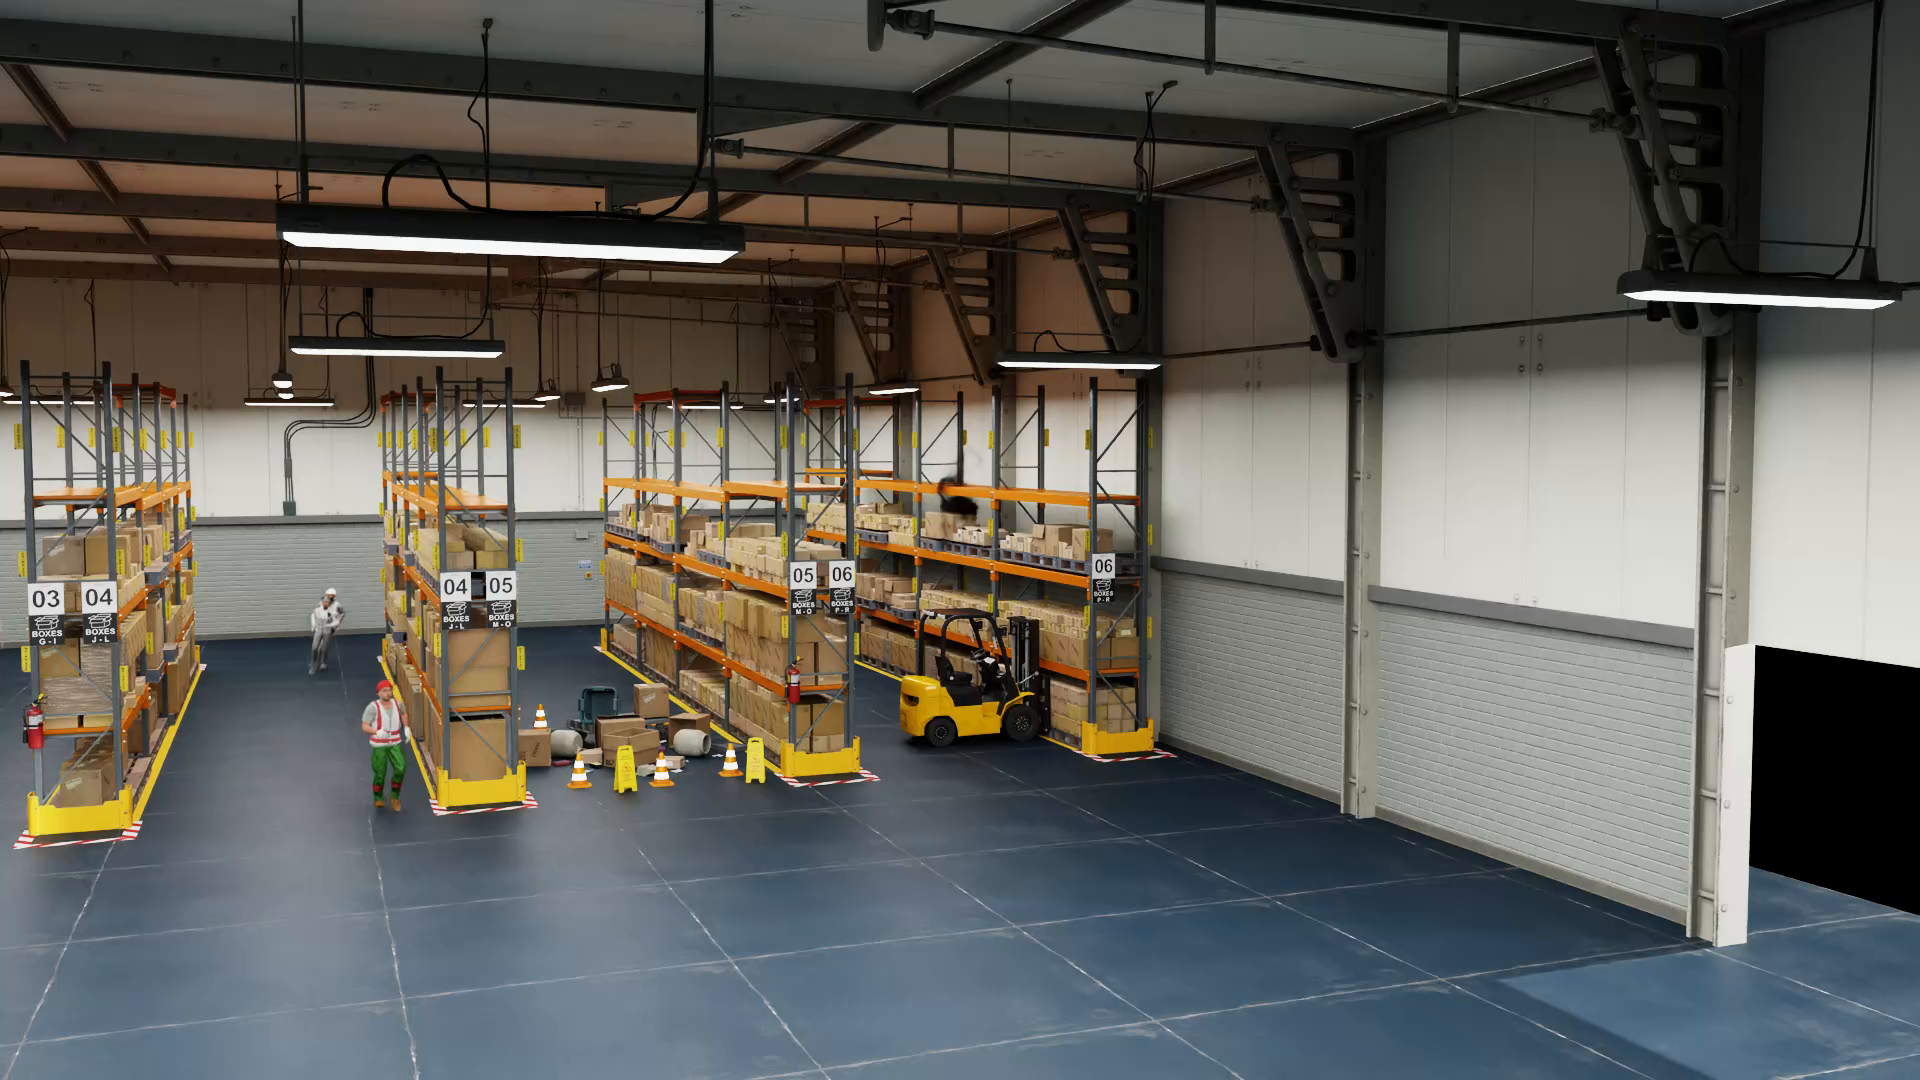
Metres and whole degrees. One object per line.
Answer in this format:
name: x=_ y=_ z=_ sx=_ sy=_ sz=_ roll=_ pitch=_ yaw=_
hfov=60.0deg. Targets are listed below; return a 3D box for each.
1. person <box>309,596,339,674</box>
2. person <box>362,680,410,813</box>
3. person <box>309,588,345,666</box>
person: x=-13.683 y=2.033 z=35.867 sx=0.613 sy=1.706 sz=0.727 roll=-1 pitch=3 yaw=-9
person: x=-7.666 y=2.782 z=22.311 sx=0.690 sy=1.821 sz=0.710 roll=-3 pitch=4 yaw=-38
person: x=-14.092 y=1.924 z=37.041 sx=0.729 sy=1.707 sz=0.937 roll=0 pitch=3 yaw=-6
